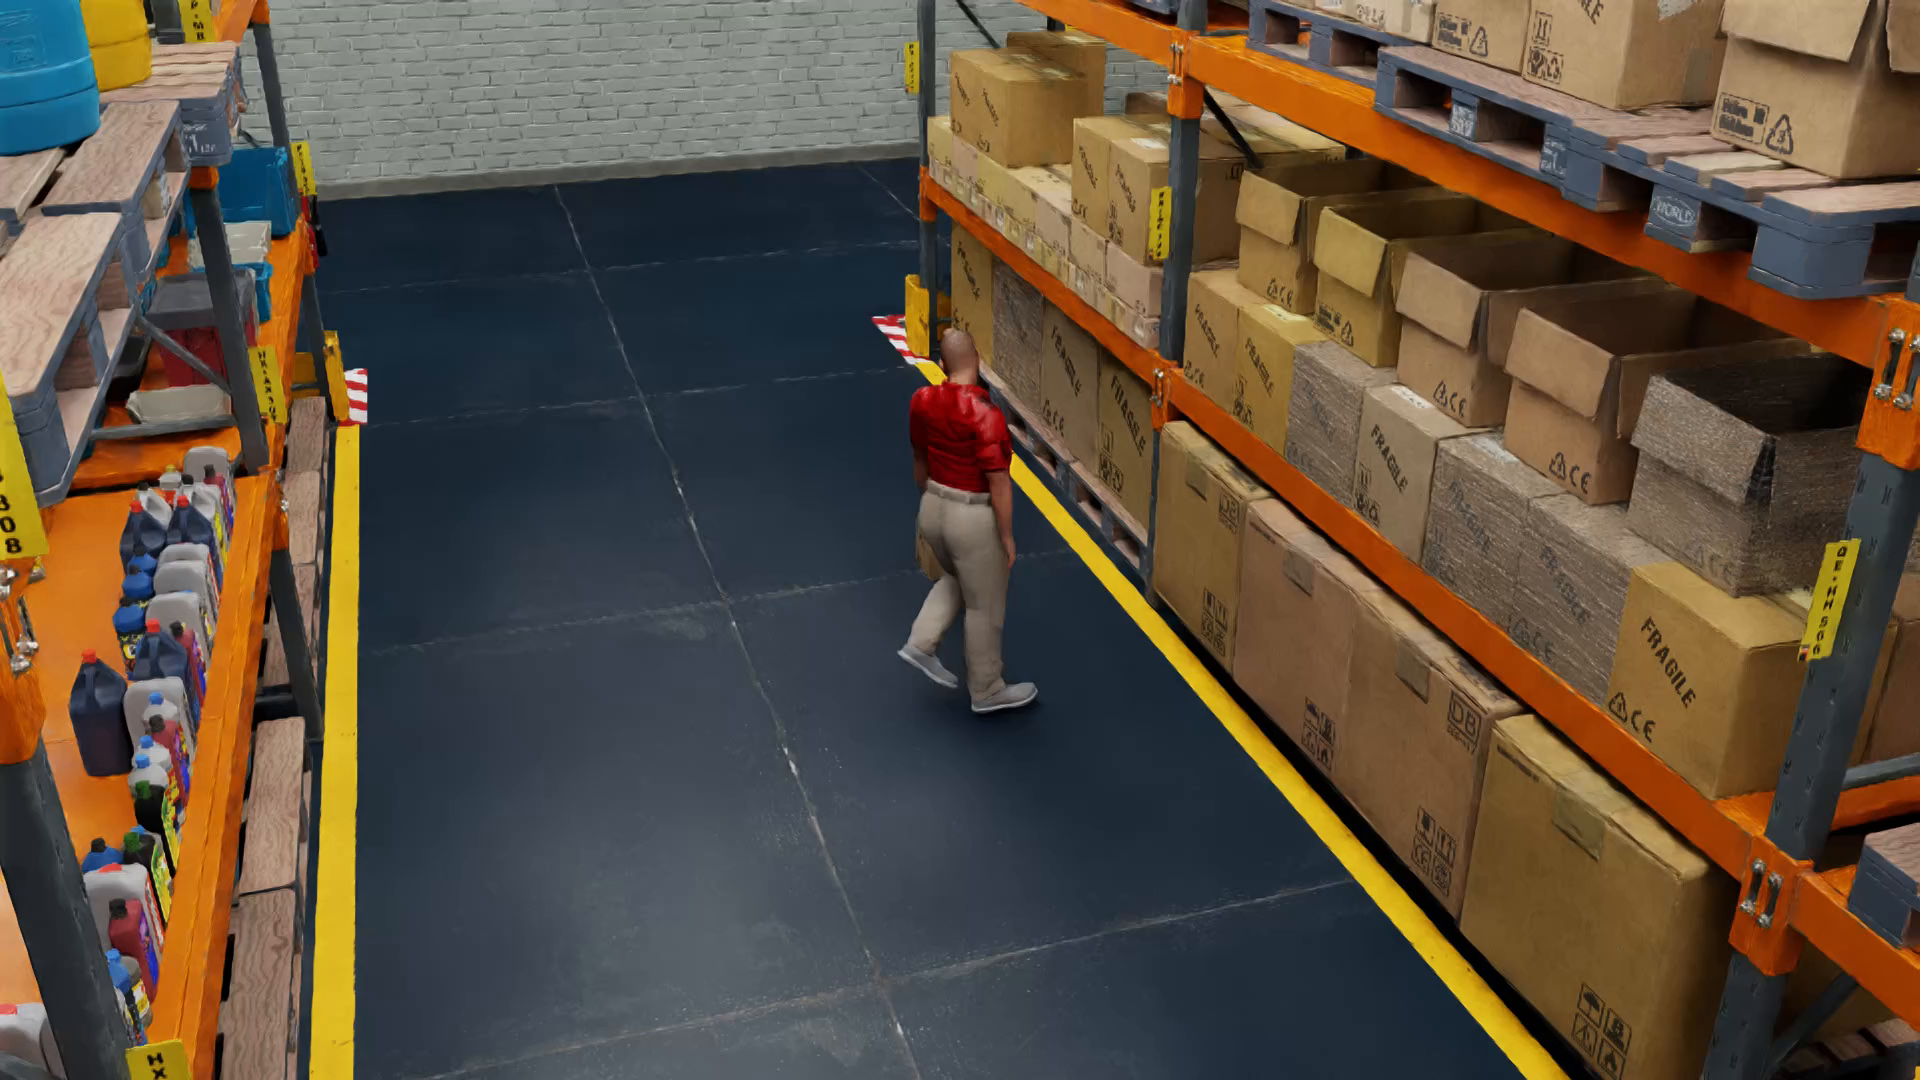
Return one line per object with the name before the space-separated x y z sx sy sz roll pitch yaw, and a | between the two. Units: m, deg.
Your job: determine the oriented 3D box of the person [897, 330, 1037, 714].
person | -0.010 -0.073 7.264 0.513 1.704 0.630 -22 34 -37
